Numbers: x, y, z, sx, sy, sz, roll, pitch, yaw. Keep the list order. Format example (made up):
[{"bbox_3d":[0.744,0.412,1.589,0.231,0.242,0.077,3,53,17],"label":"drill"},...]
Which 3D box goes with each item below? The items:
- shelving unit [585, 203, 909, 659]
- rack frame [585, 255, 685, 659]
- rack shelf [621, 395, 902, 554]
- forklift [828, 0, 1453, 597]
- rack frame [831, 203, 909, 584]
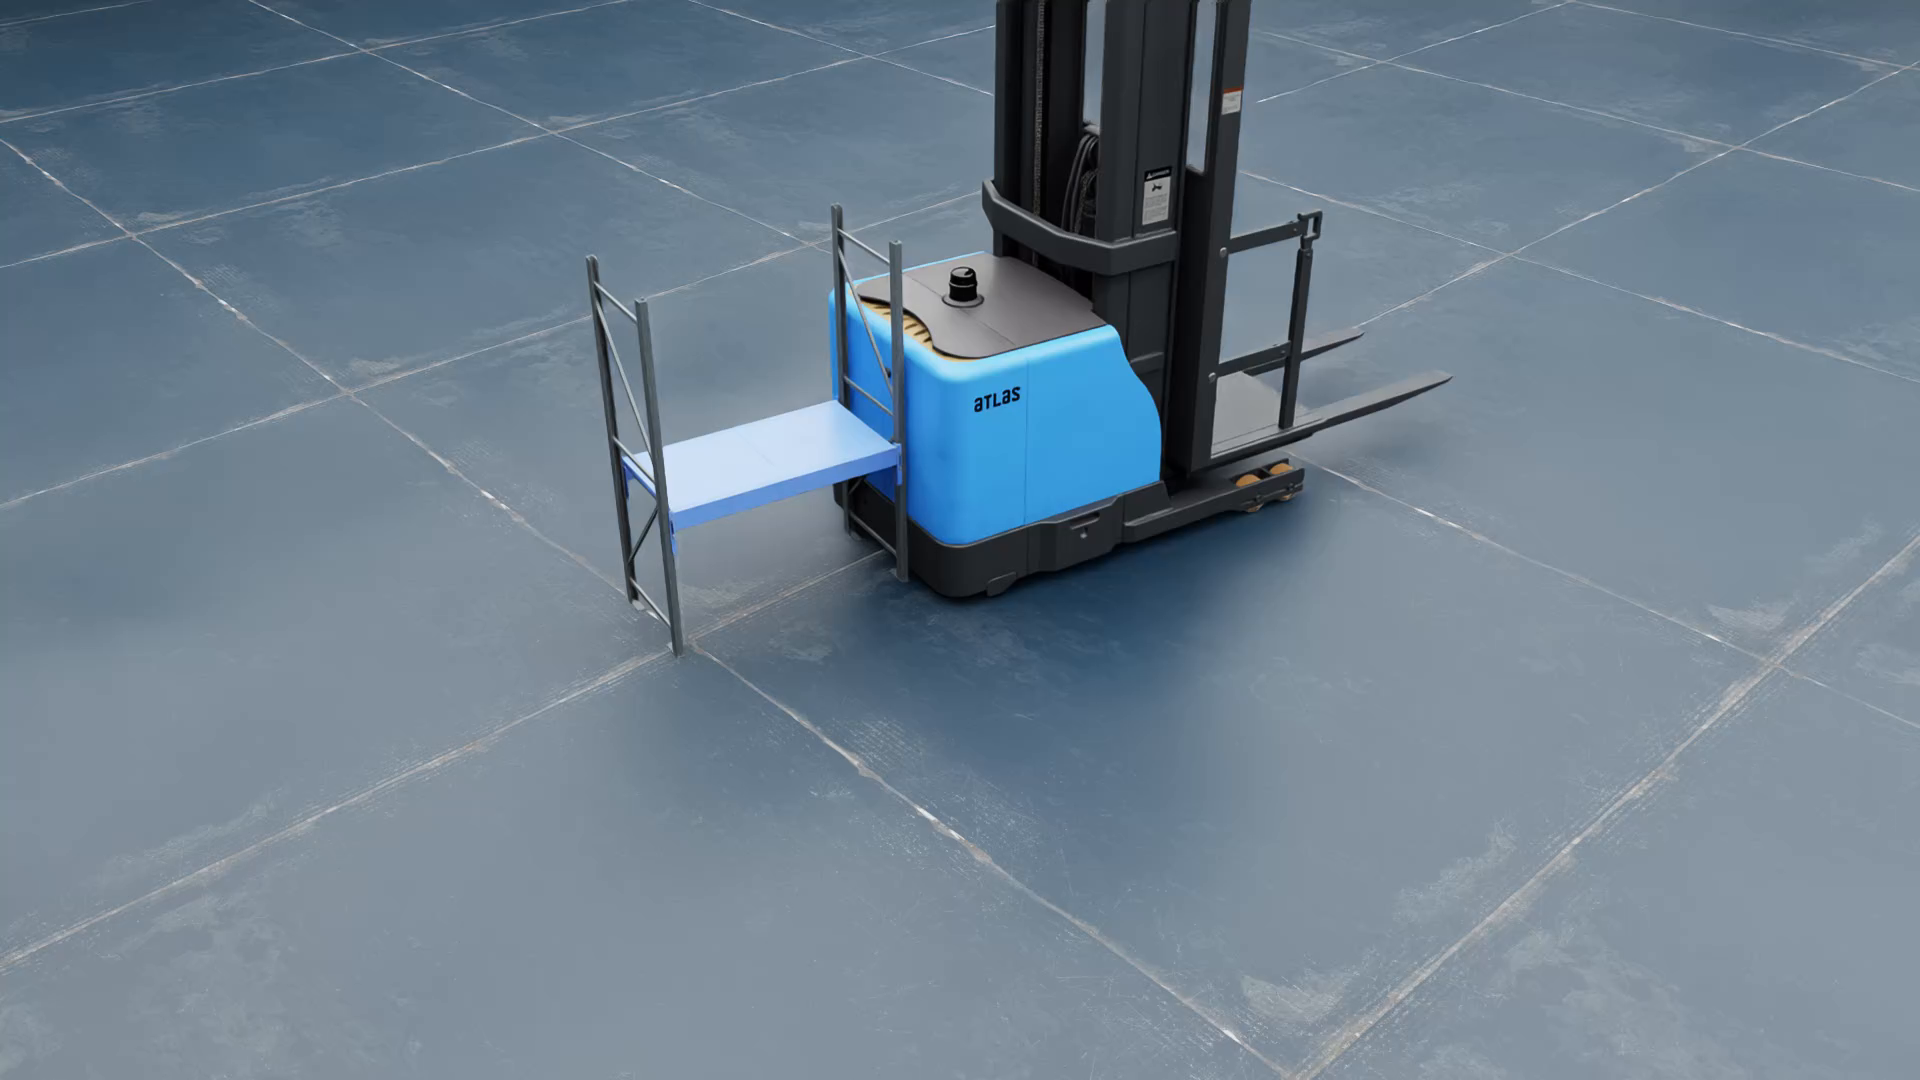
[{"bbox_3d":[-0.792,-0.430,6.515,1.048,1.500,0.538,-18,36,-27],"label":"shelving unit"},{"bbox_3d":[-1.222,-0.288,6.284,0.032,1.500,0.500,-18,36,-27],"label":"rack frame"},{"bbox_3d":[-0.792,-0.276,6.609,1.000,0.185,0.538,-18,36,-27],"label":"rack shelf"},{"bbox_3d":[0.957,-1.589,7.038,3.031,2.935,1.130,-18,36,-27],"label":"forklift"},{"bbox_3d":[-0.362,-0.571,6.747,0.032,1.500,0.500,-18,36,-27],"label":"rack frame"}]
